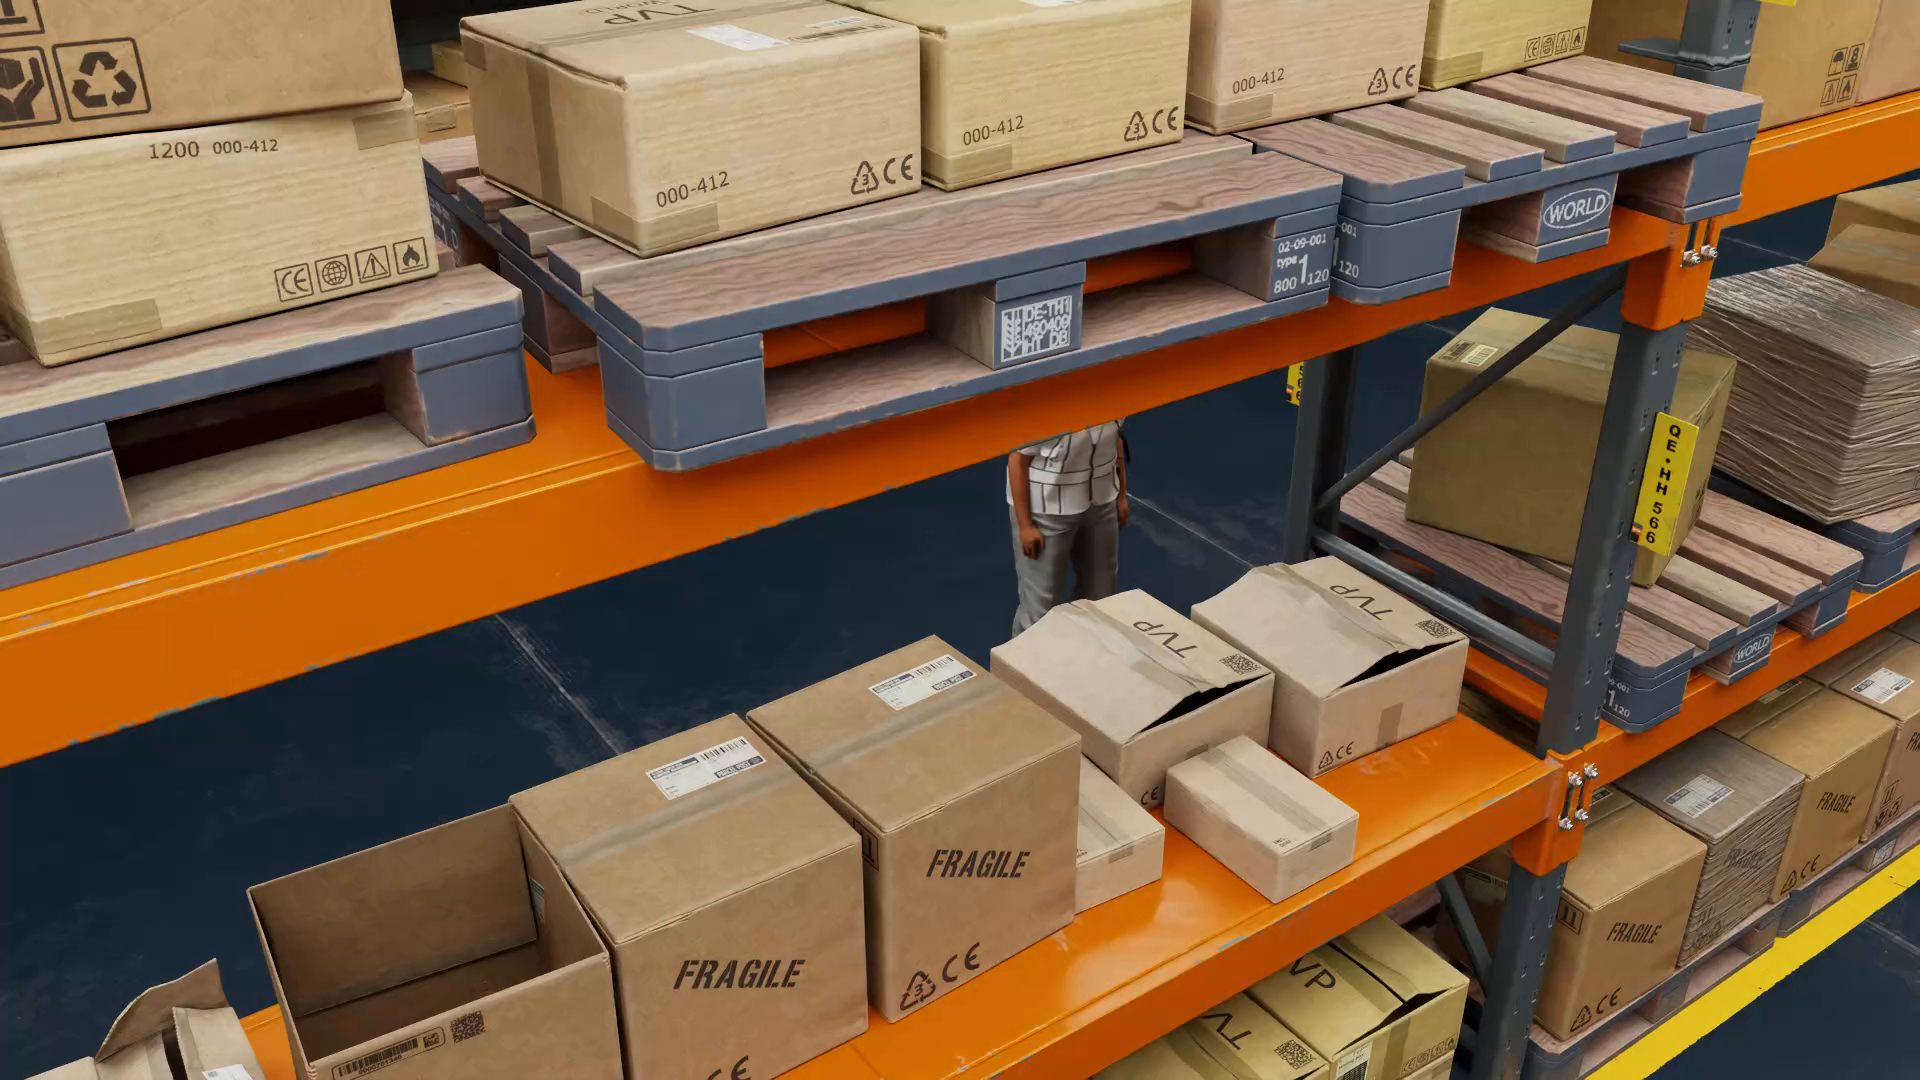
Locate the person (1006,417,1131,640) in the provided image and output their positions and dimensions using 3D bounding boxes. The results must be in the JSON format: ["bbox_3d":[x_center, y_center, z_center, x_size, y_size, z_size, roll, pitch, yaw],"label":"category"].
[{"bbox_3d":[0.419,-0.108,6.313,0.539,1.667,0.465,-19,34,-30],"label":"person"}]
